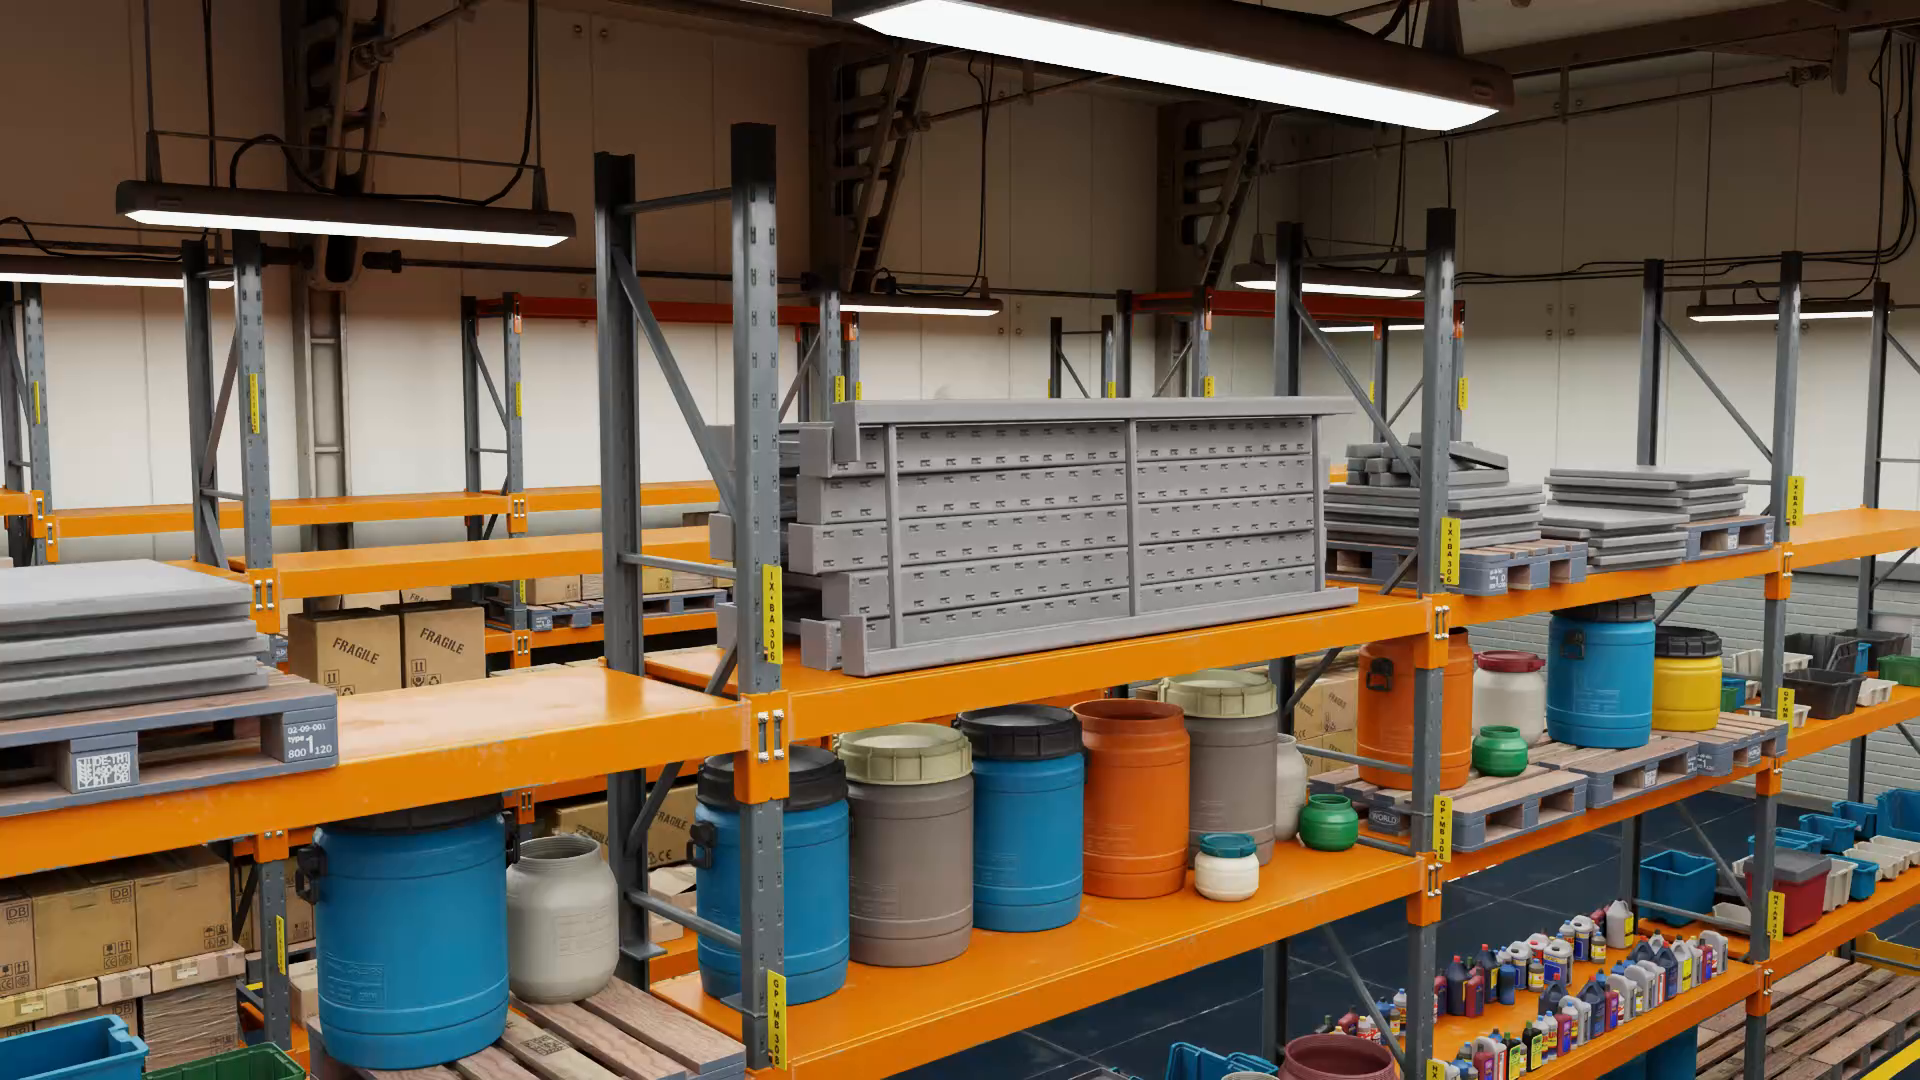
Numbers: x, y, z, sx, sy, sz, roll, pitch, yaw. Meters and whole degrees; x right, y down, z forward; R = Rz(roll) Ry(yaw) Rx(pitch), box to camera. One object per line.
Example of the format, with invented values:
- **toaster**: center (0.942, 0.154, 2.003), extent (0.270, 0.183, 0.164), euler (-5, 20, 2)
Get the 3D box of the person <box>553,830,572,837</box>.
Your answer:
- **person**: center (-3.136, 3.094, 13.171), extent (0.681, 1.654, 0.580), euler (-5, 7, -41)
